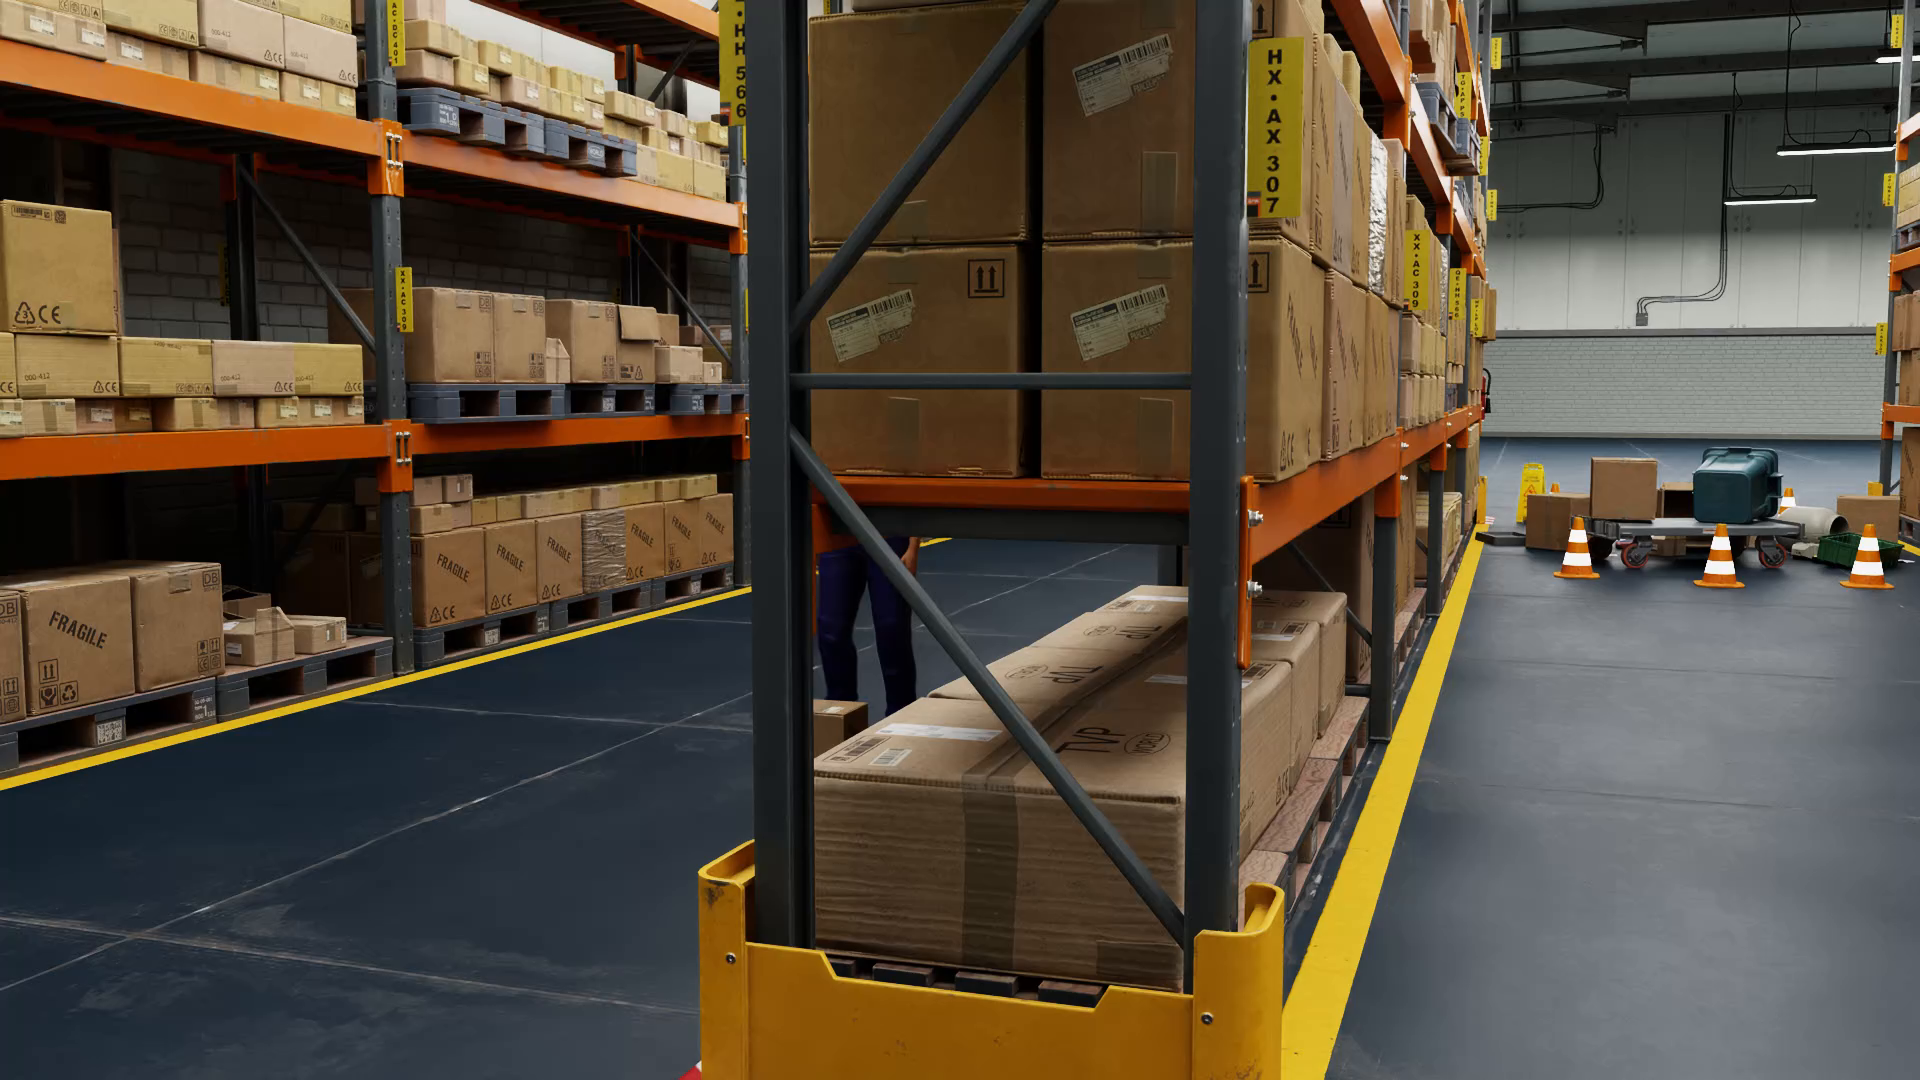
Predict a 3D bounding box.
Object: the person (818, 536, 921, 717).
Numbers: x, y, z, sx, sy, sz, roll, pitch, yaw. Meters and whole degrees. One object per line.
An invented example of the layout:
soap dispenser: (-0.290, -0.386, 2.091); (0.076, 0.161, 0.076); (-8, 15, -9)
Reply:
person: (-0.369, 0.058, 6.868); (0.469, 1.663, 0.342); (2, 6, 20)
